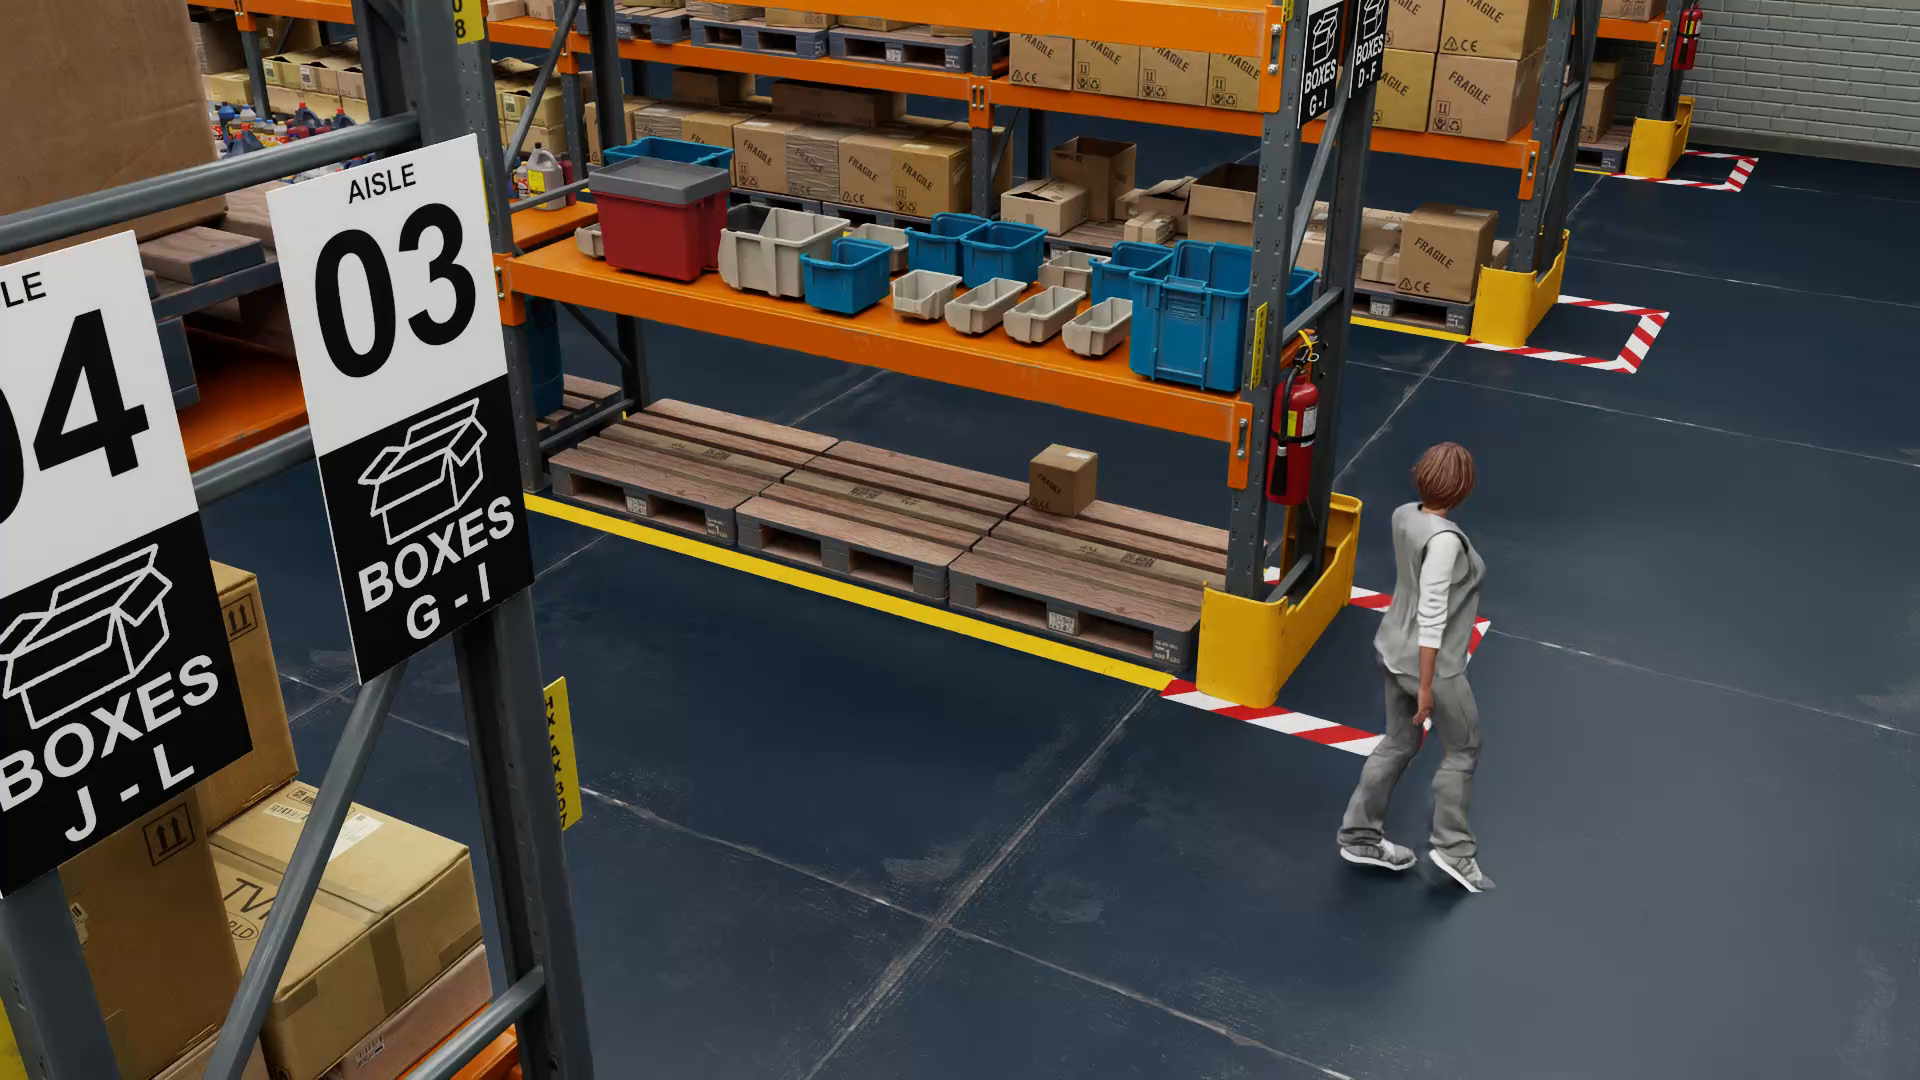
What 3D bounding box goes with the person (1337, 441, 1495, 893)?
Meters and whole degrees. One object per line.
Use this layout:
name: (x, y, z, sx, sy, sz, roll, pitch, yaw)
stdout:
person: (1.617, 0.460, 5.762, 0.538, 1.633, 0.509, -4, 27, -8)
